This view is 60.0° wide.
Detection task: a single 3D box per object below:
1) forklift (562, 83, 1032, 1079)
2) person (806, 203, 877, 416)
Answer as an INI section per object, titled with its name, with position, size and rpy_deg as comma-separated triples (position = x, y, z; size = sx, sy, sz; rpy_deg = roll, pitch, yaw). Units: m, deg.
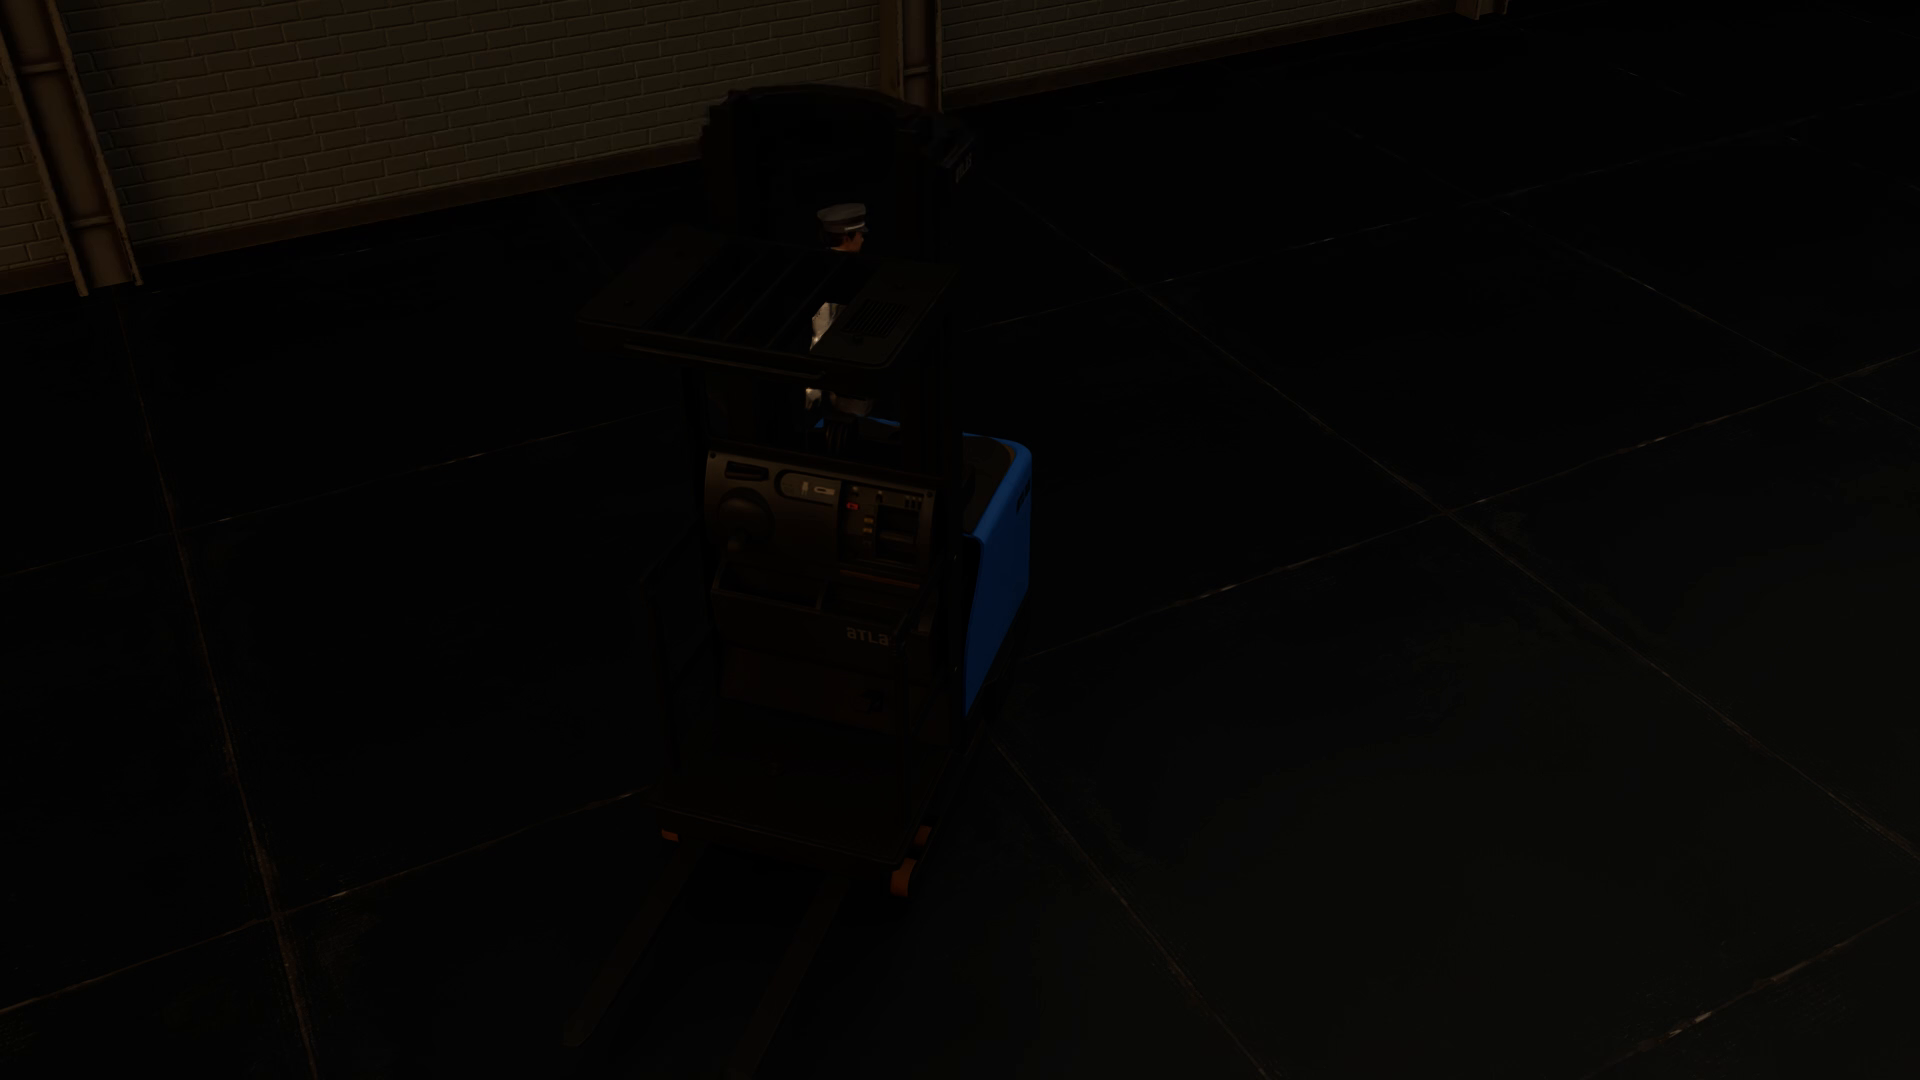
[forklift]
position = -0.603, -0.030, 6.166
size = 1.130, 2.935, 3.031
rpy_deg = 11, 37, 15
[person]
position = -0.684, -0.948, 8.635
size = 0.457, 1.595, 0.815
rpy_deg = 4, 35, 5
